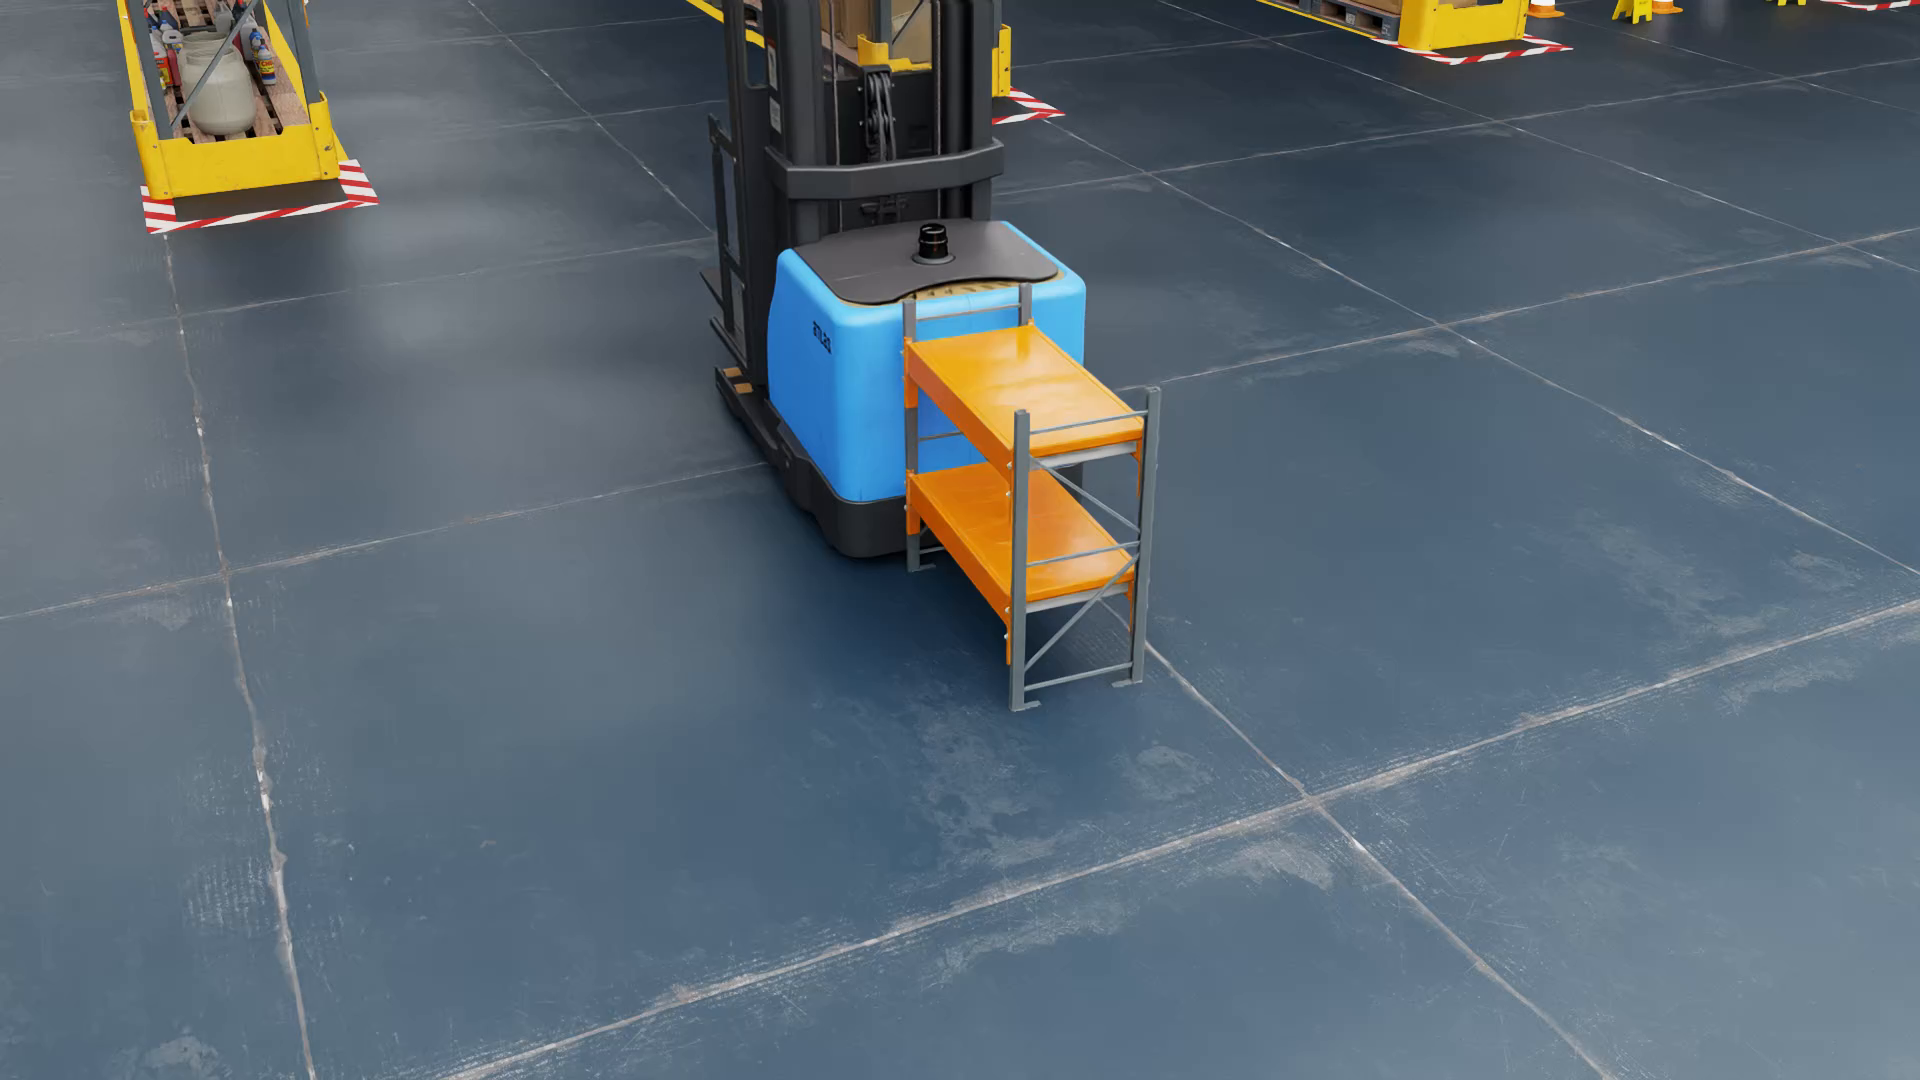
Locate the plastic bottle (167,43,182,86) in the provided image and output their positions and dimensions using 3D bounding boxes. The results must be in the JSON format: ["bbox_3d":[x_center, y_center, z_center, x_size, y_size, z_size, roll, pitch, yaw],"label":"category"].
[{"bbox_3d":[-5.803,-3.511,12.272,0.061,0.283,0.133,-13,32,-22],"label":"plastic bottle"}]

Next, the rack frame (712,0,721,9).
[{"bbox_3d":[-1.875,-6.452,15.189,1.000,3.000,0.127,-13,32,-22],"label":"rack frame"}]

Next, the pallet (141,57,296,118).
[{"bbox_3d":[-5.570,-3.351,12.510,1.003,0.211,1.213,-13,32,-22],"label":"pallet"}]

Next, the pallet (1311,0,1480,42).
[{"bbox_3d":[3.952,-4.802,15.099,1.003,0.211,1.213,-13,32,-22],"label":"pallet"}]

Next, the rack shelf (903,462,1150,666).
[{"bbox_3d":[0.217,0.033,6.042,0.538,0.278,1.000,-11,31,-19],"label":"rack shelf"}]

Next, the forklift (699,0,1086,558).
[{"bbox_3d":[-0.517,-1.913,7.165,1.130,2.935,3.031,-11,31,-19],"label":"forklift"}]

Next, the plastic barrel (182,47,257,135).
[{"bbox_3d":[-4.982,-3.018,11.179,0.421,0.512,0.421,0,29,0],"label":"plastic barrel"}]

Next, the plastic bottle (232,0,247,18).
[{"bbox_3d":[-5.811,-4.225,13.476,0.144,0.351,0.185,-14,32,-23],"label":"plastic bottle"}]

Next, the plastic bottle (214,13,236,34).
[{"bbox_3d":[-5.852,-4.065,13.267,0.152,0.276,0.135,-13,32,-22],"label":"plastic bottle"}]

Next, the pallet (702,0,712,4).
[{"bbox_3d":[-2.210,-5.579,16.484,1.003,0.211,1.213,-13,32,-22],"label":"pallet"}]

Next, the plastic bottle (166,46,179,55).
[{"bbox_3d":[-5.943,-3.631,12.570,0.097,0.201,0.097,0,29,0],"label":"plastic bottle"}]

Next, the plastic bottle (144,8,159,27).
[{"bbox_3d":[-6.376,-4.005,13.084,0.144,0.351,0.185,-12,32,-21],"label":"plastic bottle"}]

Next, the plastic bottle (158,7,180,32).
[{"bbox_3d":[-6.246,-4.035,13.138,0.144,0.351,0.185,-13,32,-22],"label":"plastic bottle"}]

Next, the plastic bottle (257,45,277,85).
[{"bbox_3d":[-5.128,-3.513,12.288,0.097,0.271,0.097,0,29,0],"label":"plastic bottle"}]

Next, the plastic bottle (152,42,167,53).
[{"bbox_3d":[-5.958,-3.547,12.343,0.152,0.276,0.135,-14,32,-23],"label":"plastic bottle"}]

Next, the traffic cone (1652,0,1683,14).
[{"bbox_3d":[6.587,-5.195,15.542,0.336,0.463,0.334,-13,32,-22],"label":"traffic cone"}]

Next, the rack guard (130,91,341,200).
[{"bbox_3d":[-4.706,-2.579,10.837,1.175,0.500,0.348,-13,32,-22],"label":"rack guard"}]

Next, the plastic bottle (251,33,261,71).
[{"bbox_3d":[-5.318,-3.709,12.637,0.097,0.271,0.097,0,29,0],"label":"plastic bottle"}]

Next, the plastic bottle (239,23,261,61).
[{"bbox_3d":[-5.524,-3.892,12.959,0.152,0.276,0.135,-12,32,-21],"label":"plastic bottle"}]

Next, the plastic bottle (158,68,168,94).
[{"bbox_3d":[-5.815,-3.336,12.043,0.097,0.201,0.097,0,29,0],"label":"plastic bottle"}]

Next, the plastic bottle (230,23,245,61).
[{"bbox_3d":[-5.620,-3.873,12.917,0.061,0.283,0.133,-13,32,-22],"label":"plastic bottle"}]

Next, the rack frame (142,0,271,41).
[{"bbox_3d":[-6.348,-5.412,13.335,1.000,3.000,0.127,-13,32,-22],"label":"rack frame"}]

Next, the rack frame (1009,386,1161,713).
[{"bbox_3d":[0.405,0.050,5.510,0.500,1.125,0.032,-11,31,-19],"label":"rack frame"}]

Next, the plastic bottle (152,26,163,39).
[{"bbox_3d":[-6.198,-3.830,12.853,0.097,0.271,0.097,0,29,0],"label":"plastic bottle"}]

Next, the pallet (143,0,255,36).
[{"bbox_3d":[-6.720,-4.535,14.621,1.003,0.211,1.213,-13,32,-22],"label":"pallet"}]

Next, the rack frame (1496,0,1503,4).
[{"bbox_3d":[4.366,-5.682,13.816,1.000,3.000,0.127,-13,32,-22],"label":"rack frame"}]

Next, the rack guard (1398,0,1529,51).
[{"bbox_3d":[4.376,-4.581,14.408,1.175,0.500,0.348,-13,32,-22],"label":"rack guard"}]

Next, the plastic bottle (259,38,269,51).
[{"bbox_3d":[-5.208,-3.622,12.471,0.061,0.283,0.133,-13,32,-21],"label":"plastic bottle"}]

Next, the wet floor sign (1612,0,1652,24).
[{"bbox_3d":[6.166,-5.058,15.110,0.267,0.644,0.232,-19,35,-30],"label":"wet floor sign"}]

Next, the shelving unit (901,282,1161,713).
[{"bbox_3d":[0.217,-0.181,5.922,0.538,1.125,1.048,-11,31,-19],"label":"shelving unit"}]

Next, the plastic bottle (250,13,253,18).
[{"bbox_3d":[-5.621,-4.047,13.228,0.061,0.283,0.133,-11,31,-19],"label":"plastic bottle"}]

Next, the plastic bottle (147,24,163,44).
[{"bbox_3d":[-6.113,-3.734,12.600,0.144,0.351,0.185,-13,32,-22],"label":"plastic bottle"}]

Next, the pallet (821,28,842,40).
[{"bbox_3d":[-1.027,-4.407,14.393,1.003,0.211,1.213,-13,32,-22],"label":"pallet"}]

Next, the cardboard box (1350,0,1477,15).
[{"bbox_3d":[4.015,-5.224,14.742,0.875,0.875,0.875,-13,32,-22],"label":"cardboard box"}]

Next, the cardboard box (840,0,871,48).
[{"bbox_3d":[-0.698,-4.314,13.503,0.500,0.500,0.500,-5,30,-9],"label":"cardboard box"}]

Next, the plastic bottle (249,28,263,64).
[{"bbox_3d":[-5.405,-3.798,12.797,0.097,0.271,0.097,0,29,0],"label":"plastic bottle"}]
